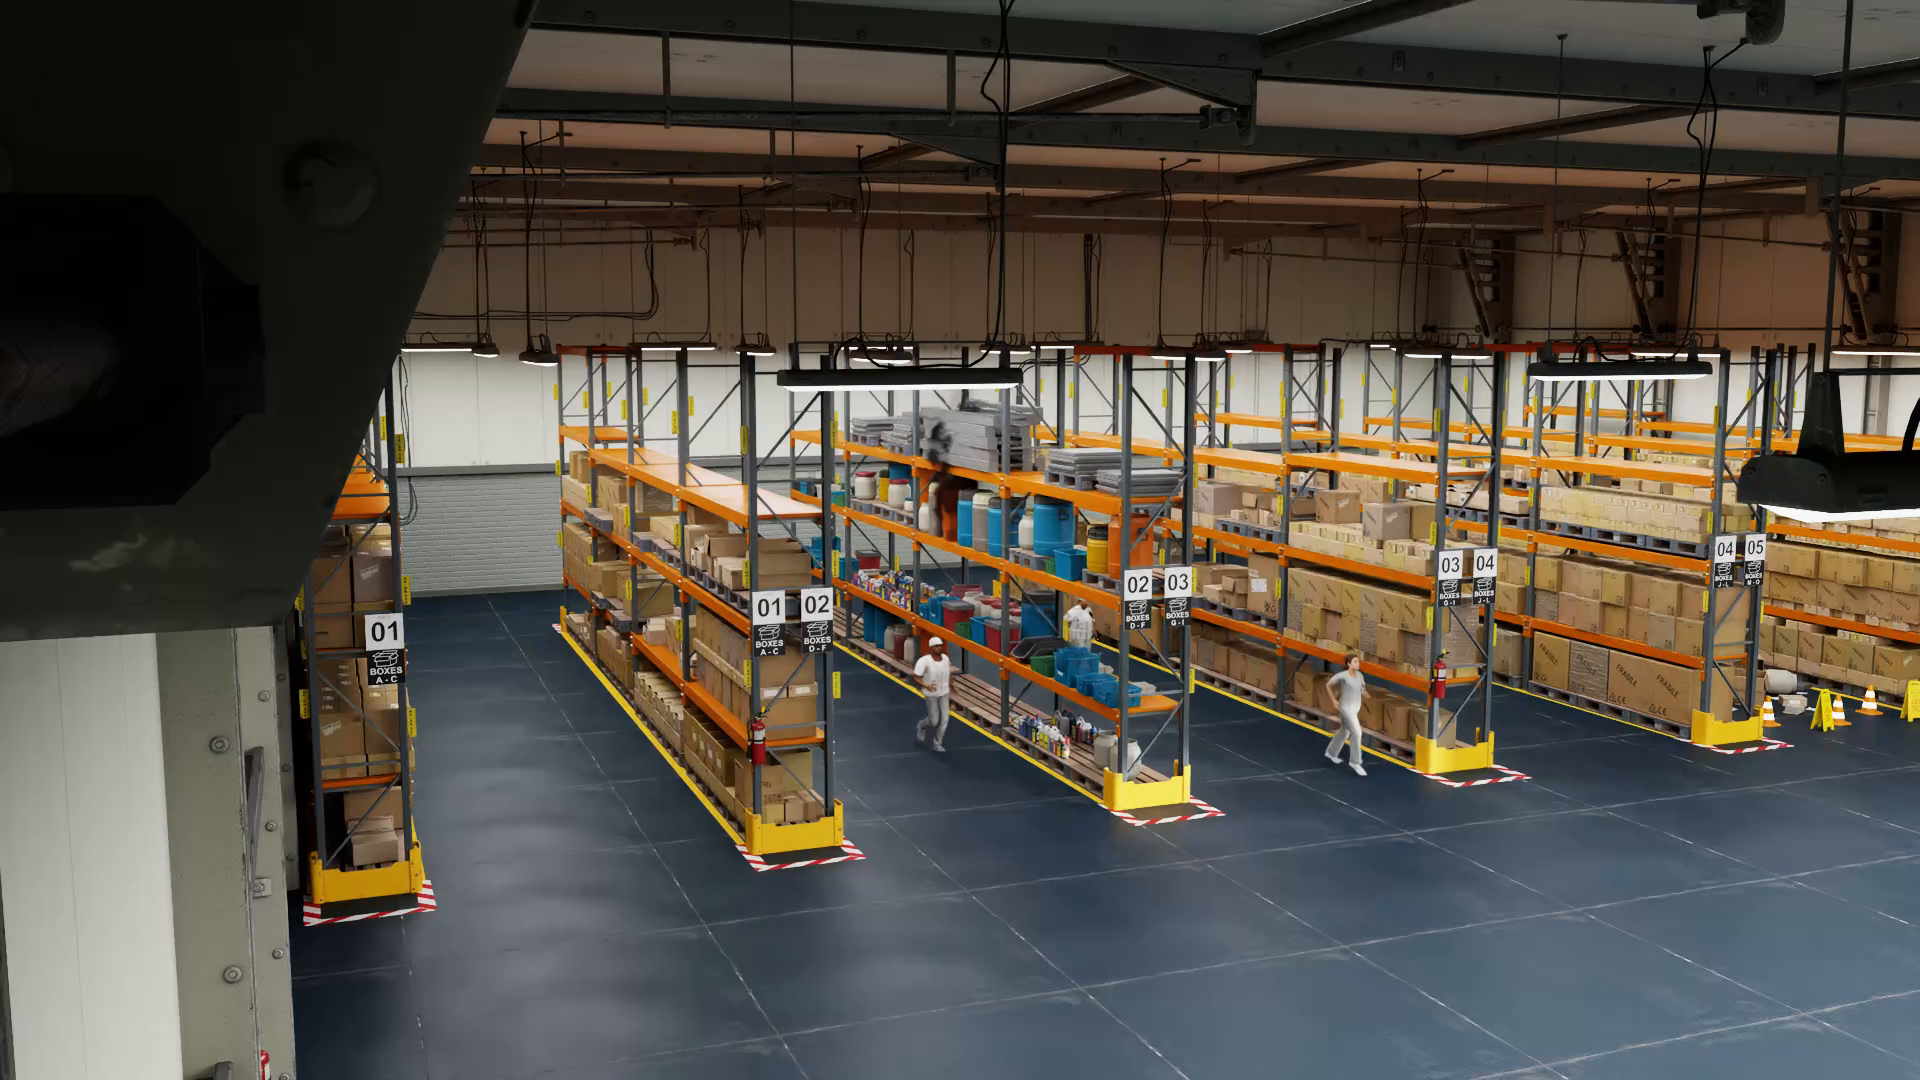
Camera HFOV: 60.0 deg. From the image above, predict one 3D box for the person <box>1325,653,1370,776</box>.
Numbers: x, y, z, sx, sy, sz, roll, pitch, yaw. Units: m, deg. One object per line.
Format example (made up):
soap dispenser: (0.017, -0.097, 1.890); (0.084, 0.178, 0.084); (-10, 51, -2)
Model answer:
person: (5.579, 2.465, 23.891); (0.549, 1.712, 0.795); (-6, 9, -40)

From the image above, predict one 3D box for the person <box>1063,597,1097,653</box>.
person: (2.190, 1.758, 29.750); (0.592, 1.616, 0.588); (-5, 9, -34)

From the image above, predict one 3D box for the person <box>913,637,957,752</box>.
person: (-0.384, 2.303, 25.016); (0.699, 1.724, 0.656); (-5, 9, -33)
